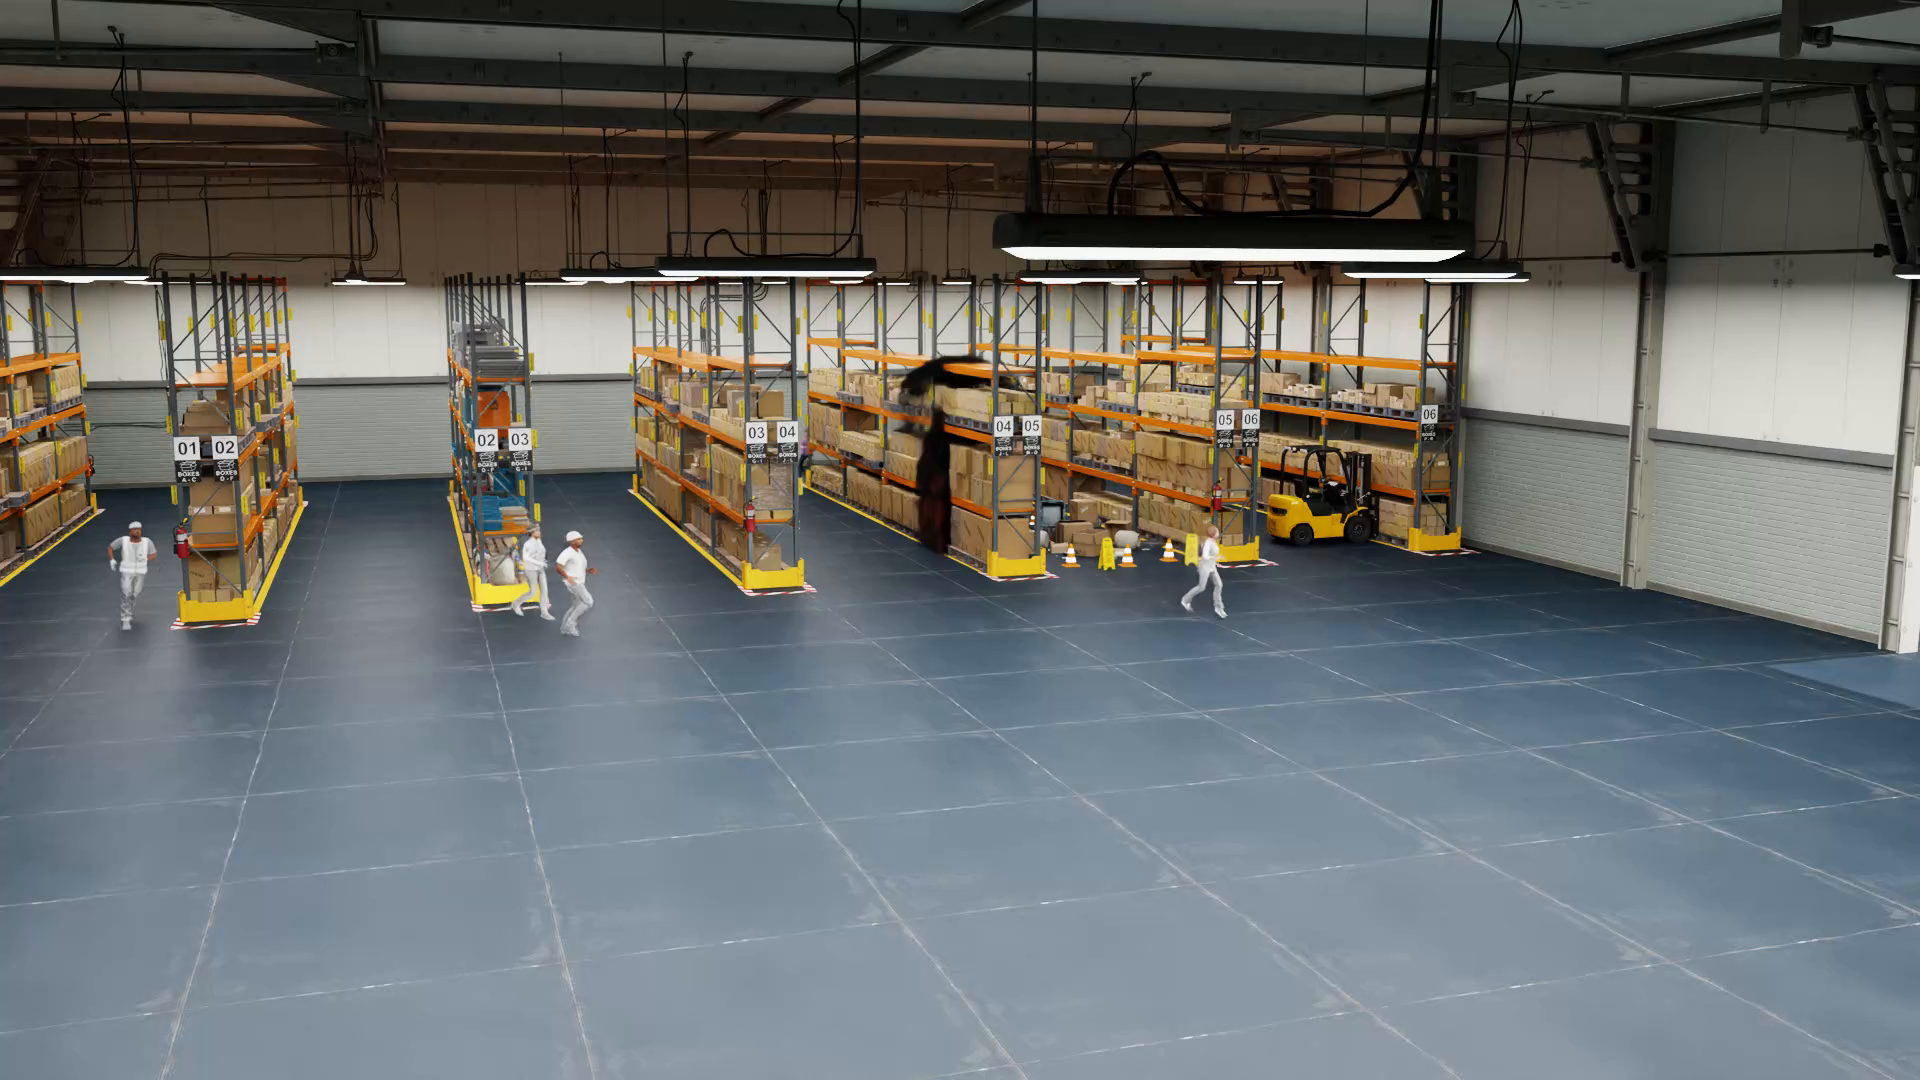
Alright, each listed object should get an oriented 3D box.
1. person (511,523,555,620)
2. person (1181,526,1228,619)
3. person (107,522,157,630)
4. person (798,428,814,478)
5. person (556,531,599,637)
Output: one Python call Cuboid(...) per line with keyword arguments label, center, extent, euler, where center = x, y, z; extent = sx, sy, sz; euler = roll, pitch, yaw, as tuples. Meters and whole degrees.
Cuboid(label="person", center=(-7.431, 0.542, 28.973), extent=(0.770, 1.709, 0.641), euler=(2, 9, 15))
Cuboid(label="person", center=(4.309, 0.546, 29.215), extent=(0.872, 1.621, 0.562), euler=(4, 10, 27))
Cuboid(label="person", center=(-14.133, 0.586, 28.469), extent=(0.707, 1.820, 0.852), euler=(-8, 11, -41))
Cuboid(label="person", center=(-4.527, -2.547, 49.619), extent=(0.855, 1.599, 0.553), euler=(-8, 12, -42))
Cuboid(label="person", center=(-6.325, 0.719, 27.528), extent=(0.653, 1.742, 0.675), euler=(0, 9, 0))
